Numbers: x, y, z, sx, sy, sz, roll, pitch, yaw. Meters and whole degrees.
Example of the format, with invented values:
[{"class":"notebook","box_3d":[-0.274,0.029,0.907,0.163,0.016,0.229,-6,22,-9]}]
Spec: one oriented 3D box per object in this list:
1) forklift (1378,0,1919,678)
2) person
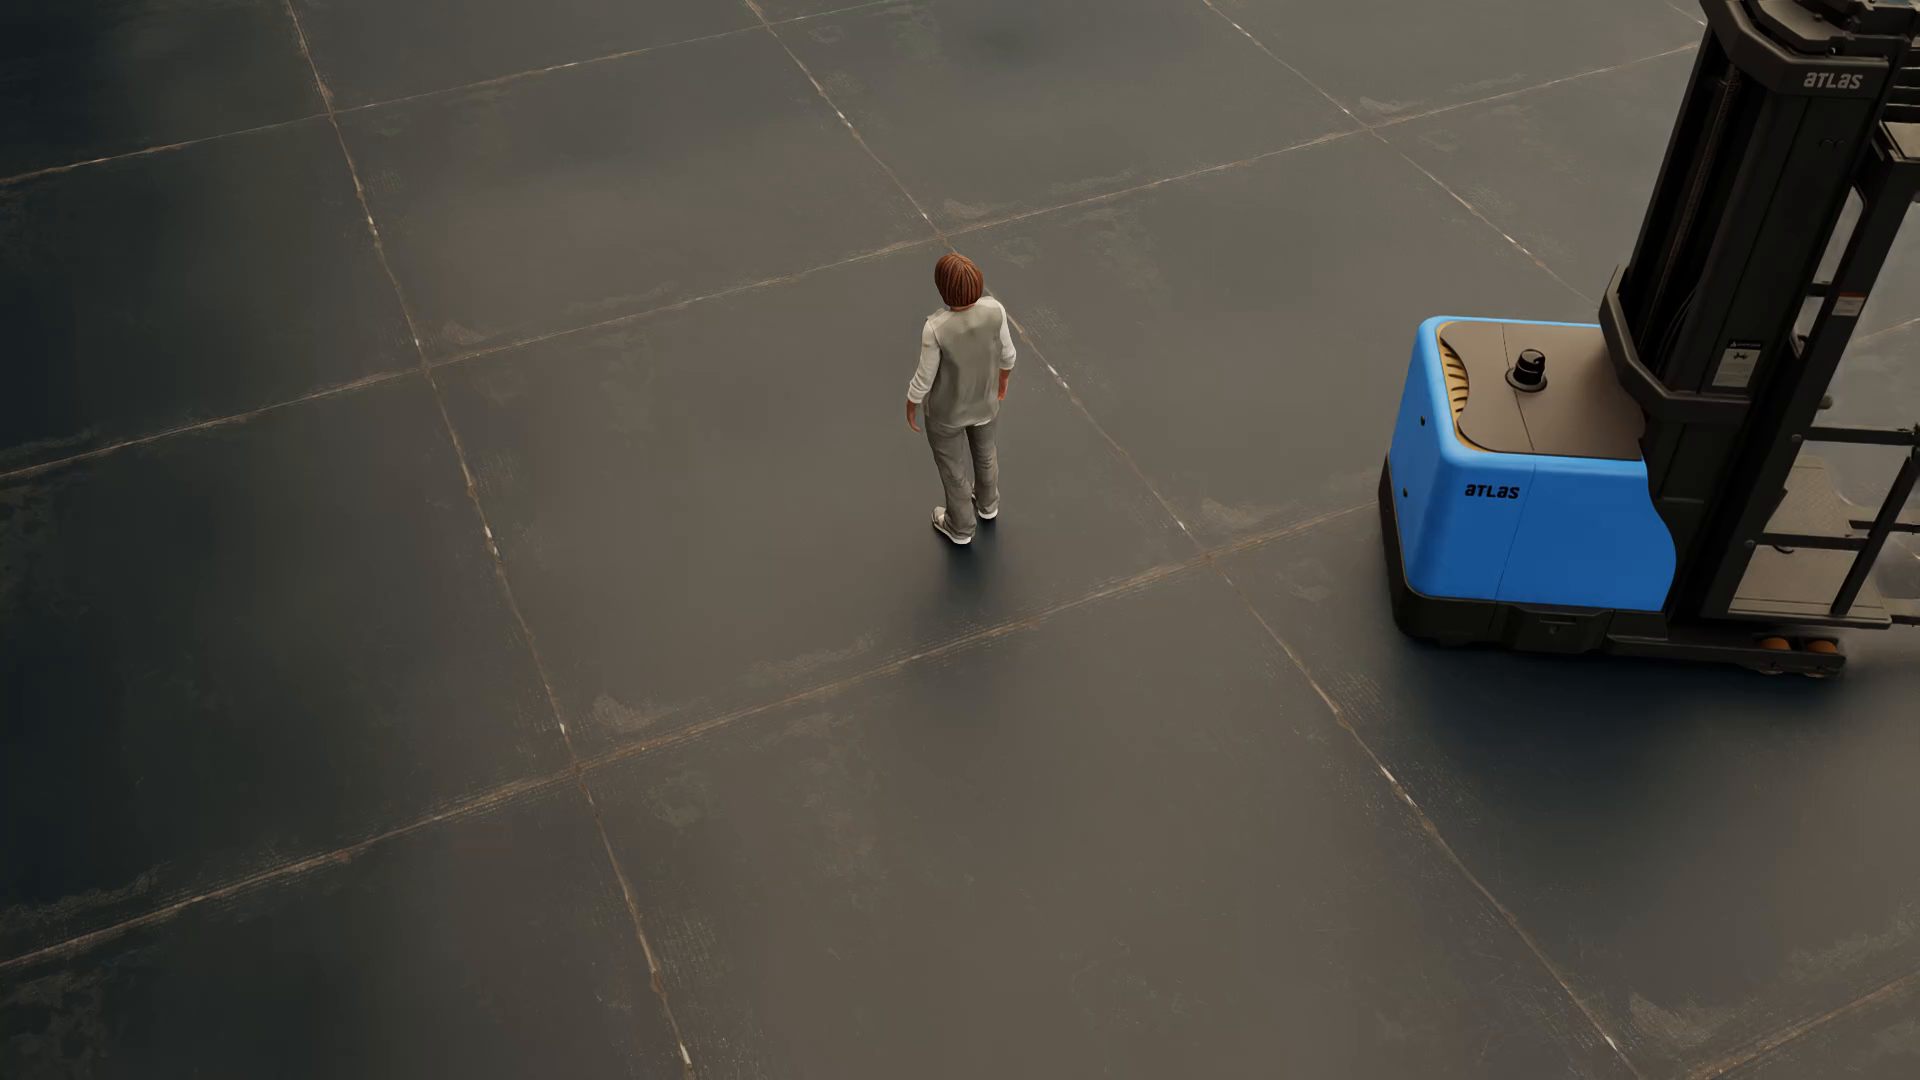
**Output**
[{"class":"forklift","box_3d":[3.469,-0.859,6.601,3.031,2.935,1.130,4,43,4]},{"class":"person","box_3d":[-0.018,-0.640,7.332,0.520,1.599,0.473,-18,46,-18]}]
